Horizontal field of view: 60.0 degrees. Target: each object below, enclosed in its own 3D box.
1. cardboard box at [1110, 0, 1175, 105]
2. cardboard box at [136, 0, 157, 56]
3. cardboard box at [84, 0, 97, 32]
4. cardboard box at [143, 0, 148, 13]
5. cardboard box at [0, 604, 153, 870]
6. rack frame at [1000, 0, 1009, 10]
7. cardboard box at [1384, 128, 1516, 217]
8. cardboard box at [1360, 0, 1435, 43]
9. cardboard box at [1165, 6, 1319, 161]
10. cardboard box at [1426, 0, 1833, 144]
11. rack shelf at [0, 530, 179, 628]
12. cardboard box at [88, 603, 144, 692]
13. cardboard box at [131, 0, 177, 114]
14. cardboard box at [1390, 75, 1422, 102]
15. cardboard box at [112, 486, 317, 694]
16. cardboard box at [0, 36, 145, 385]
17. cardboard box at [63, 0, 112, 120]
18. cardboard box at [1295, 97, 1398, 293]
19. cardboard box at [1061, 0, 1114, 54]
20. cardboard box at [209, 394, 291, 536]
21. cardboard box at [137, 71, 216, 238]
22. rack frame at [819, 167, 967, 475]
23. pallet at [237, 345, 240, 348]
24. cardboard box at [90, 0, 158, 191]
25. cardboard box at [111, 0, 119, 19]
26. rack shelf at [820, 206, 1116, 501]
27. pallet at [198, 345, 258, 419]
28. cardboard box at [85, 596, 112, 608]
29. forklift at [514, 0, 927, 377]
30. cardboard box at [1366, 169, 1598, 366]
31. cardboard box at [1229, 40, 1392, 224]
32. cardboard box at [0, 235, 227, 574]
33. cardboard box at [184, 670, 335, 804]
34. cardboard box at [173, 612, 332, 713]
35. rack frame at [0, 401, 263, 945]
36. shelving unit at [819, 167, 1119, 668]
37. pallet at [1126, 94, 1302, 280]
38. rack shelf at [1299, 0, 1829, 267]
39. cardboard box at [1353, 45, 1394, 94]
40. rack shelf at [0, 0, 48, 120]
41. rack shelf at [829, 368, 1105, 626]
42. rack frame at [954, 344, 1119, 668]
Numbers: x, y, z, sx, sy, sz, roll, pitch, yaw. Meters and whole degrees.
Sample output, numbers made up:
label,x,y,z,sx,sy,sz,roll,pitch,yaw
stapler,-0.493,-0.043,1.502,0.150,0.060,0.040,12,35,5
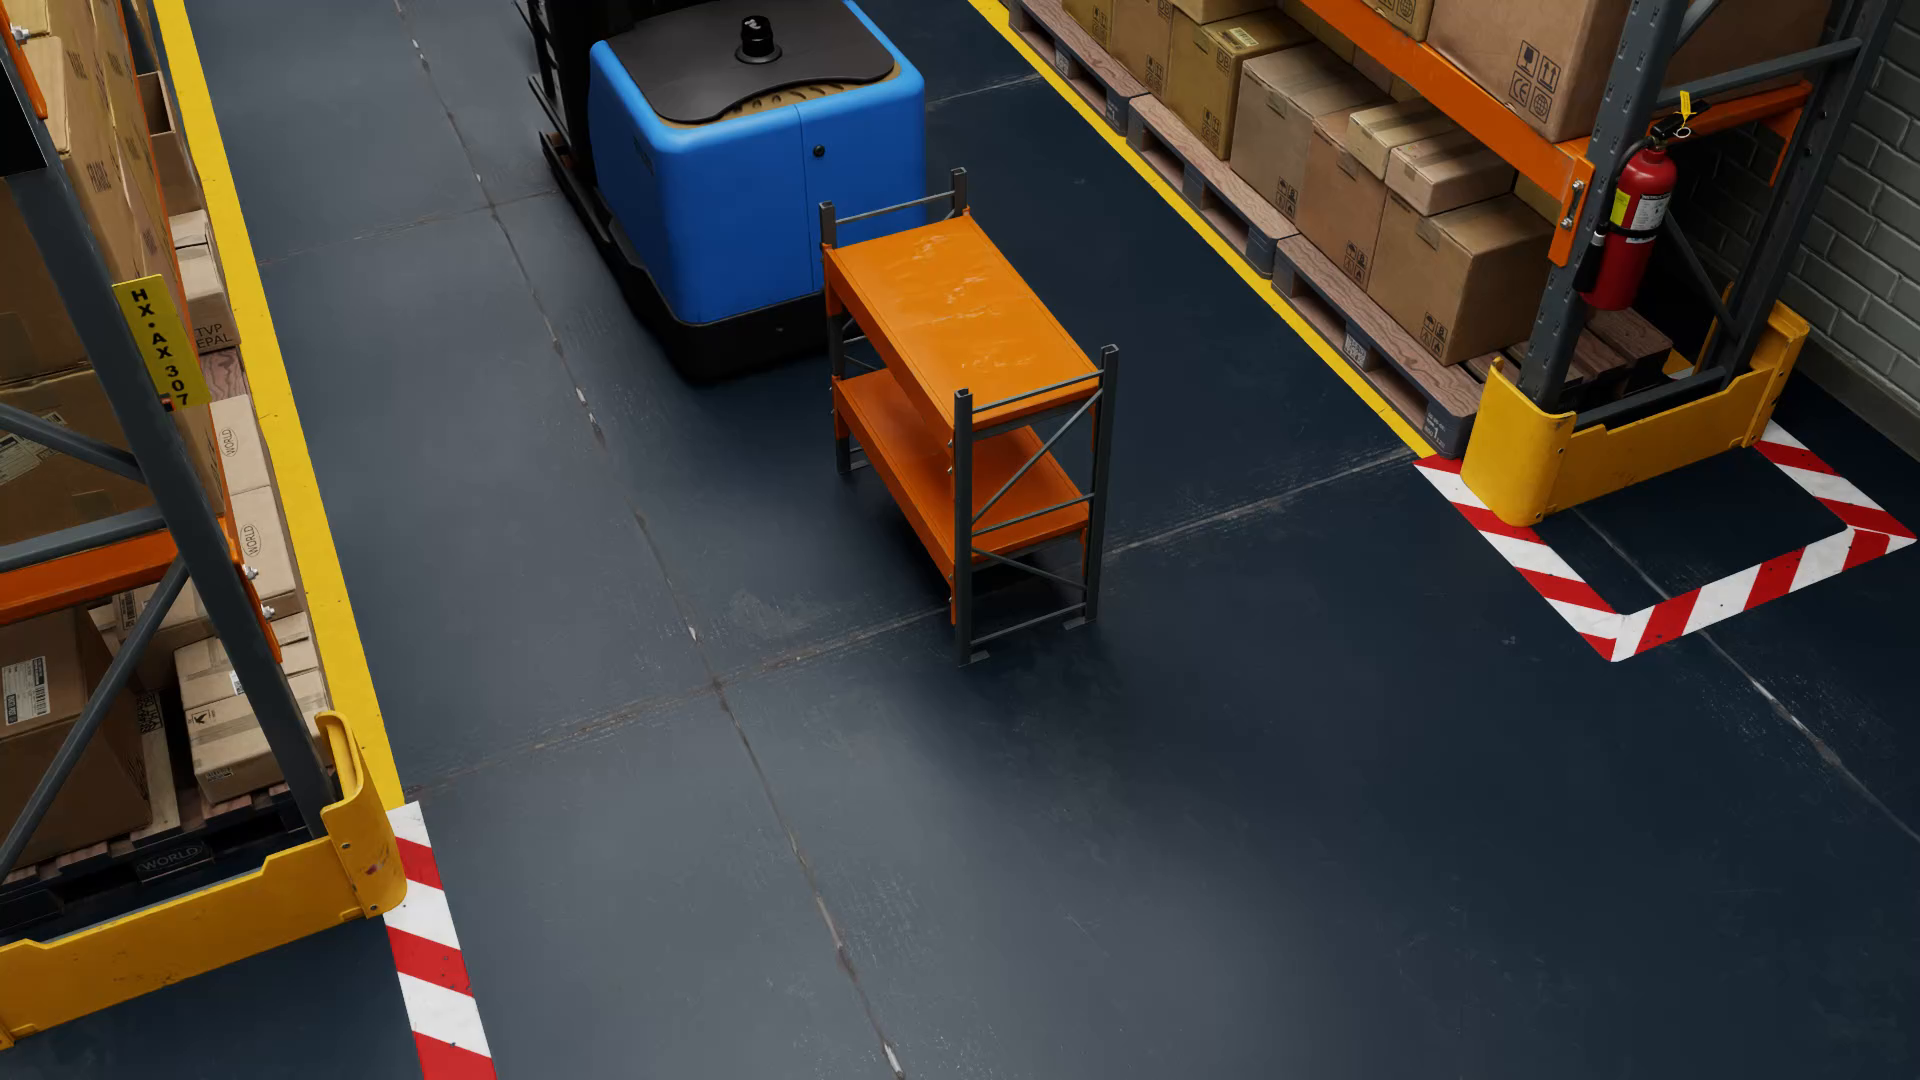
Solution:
label,x,y,z,sx,sy,sz,roll,pitch,yaw
cardboard box,1.117,-2.375,7.502,0.700,0.500,0.500,-18,48,-18
cardboard box,-4.022,-2.461,7.575,0.500,0.500,0.500,-17,47,-17
cardboard box,-2.718,-1.655,4.509,0.500,0.500,0.500,-18,48,-18
cardboard box,-4.225,-2.782,7.900,0.500,0.500,0.500,-17,47,-17
cardboard box,-2.575,0.531,4.543,0.500,0.500,0.500,-18,47,-17
rack frame,0.688,-3.943,7.610,1.000,3.000,0.127,-18,47,-17
cardboard box,1.765,-1.329,5.980,0.380,0.149,0.250,-19,48,-18
cardboard box,1.830,-2.283,5.715,0.980,0.700,0.700,-18,48,-18
cardboard box,1.331,-2.047,7.170,0.700,0.500,0.500,-17,47,-16
cardboard box,2.146,-1.823,5.248,0.980,0.700,0.700,-16,47,-16
rack shelf,-2.964,-1.017,5.018,0.919,0.124,3.809,-18,47,-17
cardboard box,-2.664,0.365,4.949,0.380,0.166,0.250,-18,47,-17
cardboard box,-3.788,-2.125,7.234,0.500,0.500,0.500,-20,48,-19
cardboard box,1.900,-1.763,6.420,0.380,0.149,0.250,-18,47,-17
cardboard box,-2.305,0.145,5.112,0.500,0.250,0.500,-18,47,-17
cardboard box,-2.071,-0.681,3.521,0.500,0.500,0.500,-17,47,-16
cardboard box,-2.503,-1.332,4.181,0.500,0.500,0.500,-17,47,-17
cardboard box,1.774,-1.389,6.503,0.700,0.500,0.500,-18,47,-18
cardboard box,0.909,-2.696,7.827,0.700,0.500,0.500,-17,47,-17
cardboard box,-2.515,-0.174,5.435,0.500,0.250,0.500,-18,47,-17
cardboard box,-3.308,-1.465,6.566,0.500,0.500,0.500,-18,47,-17
rack frame,-0.211,-0.720,5.679,0.500,1.125,0.032,-18,47,-17
pallet,-3.517,-1.047,6.661,1.003,0.211,1.213,-18,47,-17
cardboard box,-2.710,-1.292,4.852,0.500,0.500,0.500,-17,47,-17
cardboard box,-3.144,-1.942,5.512,0.500,0.500,0.500,-17,47,-16
rack shelf,0.003,-0.604,5.145,0.538,0.278,1.000,-18,47,-17
pallet,-3.000,-0.269,5.872,1.003,0.211,1.213,-18,47,-17
cardboard box,-2.948,0.005,5.253,0.500,0.250,0.500,-18,47,-17
forklift,-1.209,-2.698,6.398,1.130,2.935,3.031,-19,48,-18
cardboard box,1.985,-1.070,6.180,0.700,0.500,0.500,-18,47,-17
cardboard box,1.562,-1.709,6.827,0.700,0.500,0.500,-19,48,-19
cardboard box,-2.071,-0.325,3.872,0.500,0.500,0.500,-17,47,-17
cardboard box,-1.988,0.561,4.762,0.380,0.149,0.250,-18,47,-17
cardboard box,-2.093,0.396,4.917,0.380,0.166,0.250,-18,47,-17
rack frame,-2.120,0.070,3.543,0.949,2.616,0.053,-18,47,-17
shelving unit,0.003,-0.396,5.351,0.538,1.125,1.048,-18,47,-17
pallet,1.453,-1.664,7.286,1.003,0.211,1.213,-18,47,-17
rack shelf,1.529,-2.412,6.571,1.077,0.370,4.000,-18,47,-17
cardboard box,1.792,-1.925,6.584,0.380,0.149,0.250,-17,47,-17
rack shelf,-2.964,-2.015,4.033,1.077,0.370,4.000,-18,47,-17
rack shelf,0.003,-0.222,5.522,0.538,0.278,1.000,-18,47,-17
rack frame,0.217,-0.072,5.022,0.500,1.125,0.032,-18,47,-17
